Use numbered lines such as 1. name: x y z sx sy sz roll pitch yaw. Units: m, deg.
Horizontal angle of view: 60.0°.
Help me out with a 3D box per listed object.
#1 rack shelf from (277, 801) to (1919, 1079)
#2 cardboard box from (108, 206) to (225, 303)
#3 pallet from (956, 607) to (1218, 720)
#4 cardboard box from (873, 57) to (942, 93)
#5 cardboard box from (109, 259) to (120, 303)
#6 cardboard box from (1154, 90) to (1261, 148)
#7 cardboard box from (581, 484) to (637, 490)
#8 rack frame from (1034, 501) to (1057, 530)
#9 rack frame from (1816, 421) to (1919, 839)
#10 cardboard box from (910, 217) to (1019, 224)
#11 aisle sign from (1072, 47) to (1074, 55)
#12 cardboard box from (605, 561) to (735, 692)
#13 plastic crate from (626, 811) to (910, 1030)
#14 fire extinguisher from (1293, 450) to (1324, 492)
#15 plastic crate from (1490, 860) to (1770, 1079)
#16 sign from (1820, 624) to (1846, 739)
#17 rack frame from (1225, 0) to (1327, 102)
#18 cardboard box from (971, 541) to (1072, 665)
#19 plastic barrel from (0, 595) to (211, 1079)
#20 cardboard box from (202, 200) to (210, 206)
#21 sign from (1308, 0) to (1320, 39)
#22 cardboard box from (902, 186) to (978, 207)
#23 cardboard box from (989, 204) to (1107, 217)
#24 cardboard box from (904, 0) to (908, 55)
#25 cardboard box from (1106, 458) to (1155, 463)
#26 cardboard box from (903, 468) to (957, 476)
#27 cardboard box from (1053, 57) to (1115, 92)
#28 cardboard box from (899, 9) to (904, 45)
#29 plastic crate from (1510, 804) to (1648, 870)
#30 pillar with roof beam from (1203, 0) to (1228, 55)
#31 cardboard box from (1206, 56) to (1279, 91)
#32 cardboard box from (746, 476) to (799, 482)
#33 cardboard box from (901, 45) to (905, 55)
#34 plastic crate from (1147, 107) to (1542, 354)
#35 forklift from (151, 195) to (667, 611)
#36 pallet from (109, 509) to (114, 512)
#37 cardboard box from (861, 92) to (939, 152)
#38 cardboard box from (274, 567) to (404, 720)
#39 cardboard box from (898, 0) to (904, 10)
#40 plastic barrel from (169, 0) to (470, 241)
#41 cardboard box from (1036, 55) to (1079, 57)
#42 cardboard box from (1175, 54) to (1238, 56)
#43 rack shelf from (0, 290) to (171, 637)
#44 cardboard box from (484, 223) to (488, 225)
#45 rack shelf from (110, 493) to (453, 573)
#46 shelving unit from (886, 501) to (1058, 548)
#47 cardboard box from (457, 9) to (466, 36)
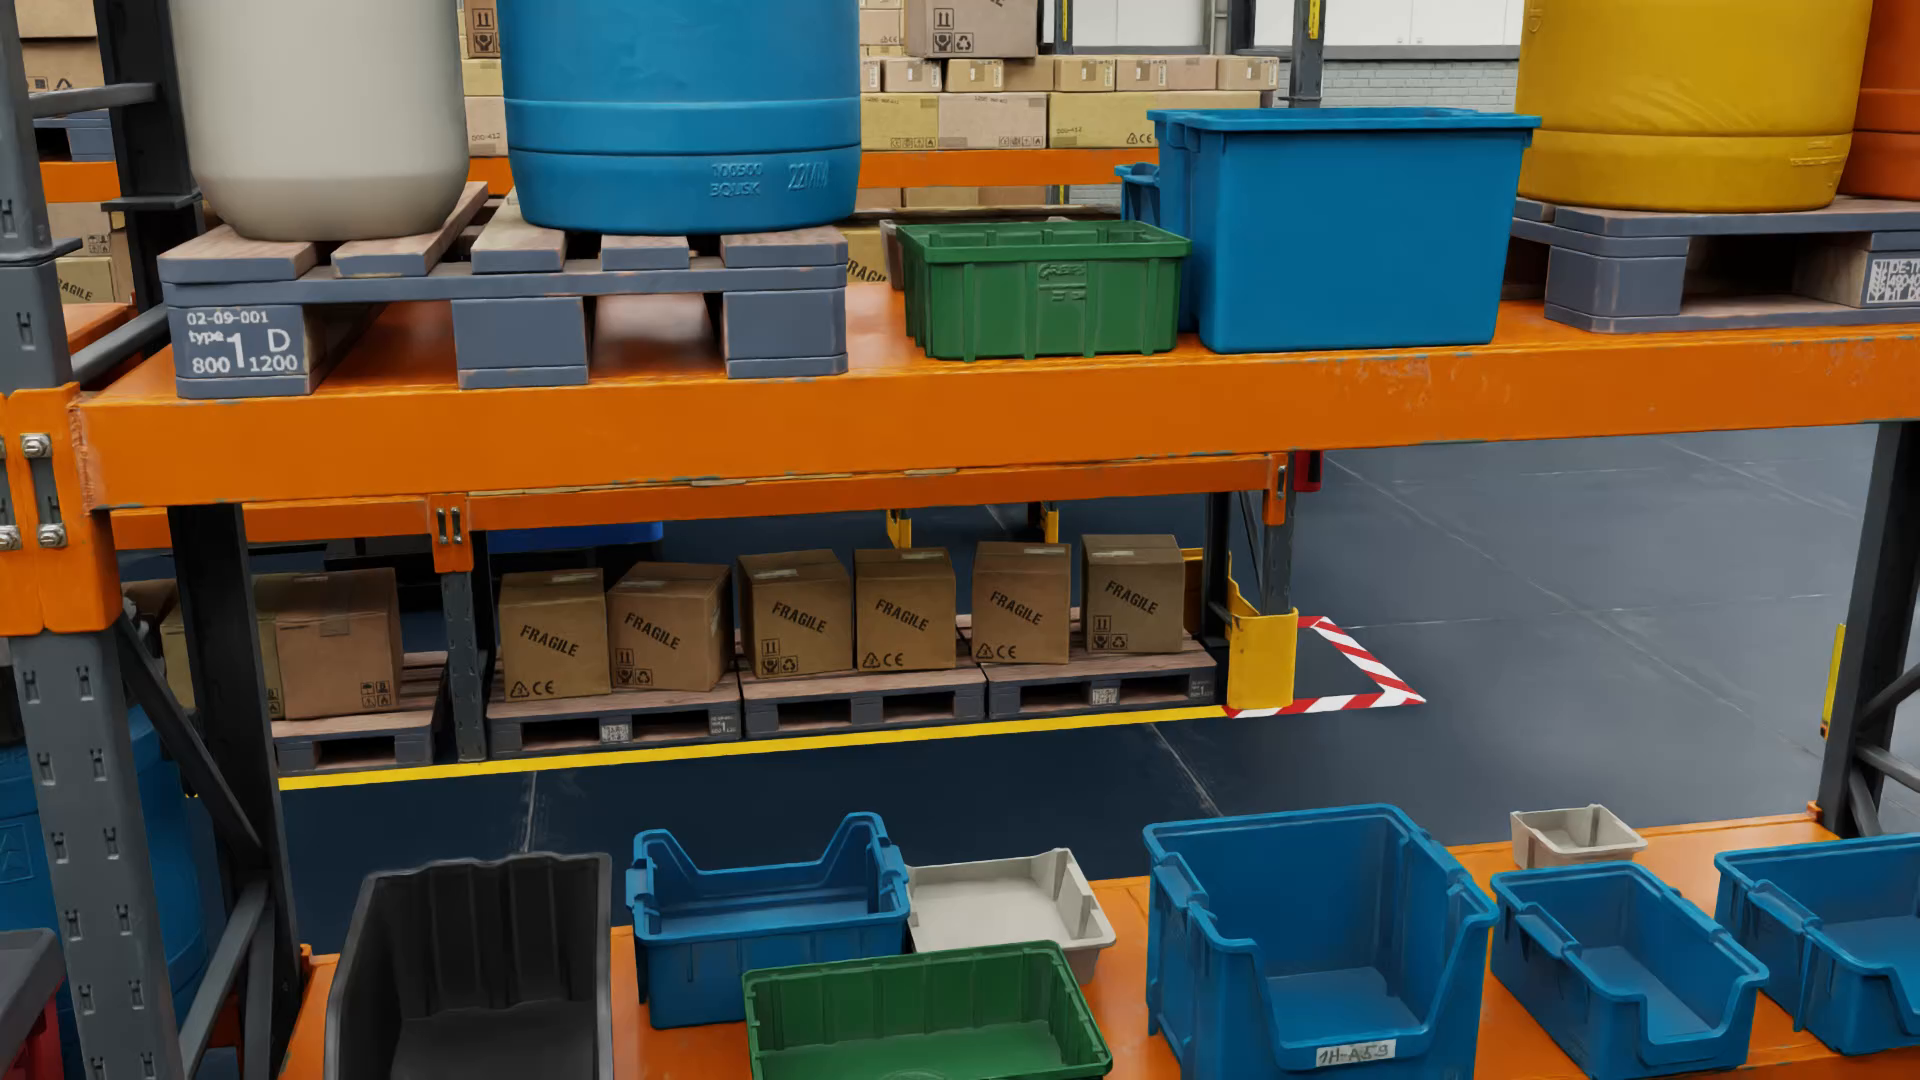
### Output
1. rack shelf: 0.498 1.139 3.720 4.000 0.370 1.077 -3 17 -10
2. cardboard box: -3.212 -1.005 7.738 1.000 1.000 1.000 -3 17 -10
3. pallet: 0.643 0.628 8.907 1.213 0.211 1.003 -3 17 -10
4. cardboard box: -0.248 -2.119 7.570 0.250 0.149 0.380 -4 18 -13
5. cardboard box: -5.688 -1.786 11.848 0.500 0.500 0.500 -3 17 -10
6. cardboard box: 1.097 -2.006 7.881 0.500 0.250 0.500 -3 17 -9
7. cardboard box: -1.649 -0.359 7.798 0.250 0.149 0.380 -3 17 -10
8. rack frame: 0.583 -0.750 11.199 0.032 1.500 0.500 -3 17 -10
9. rack frame: 2.462 0.684 3.977 0.127 3.000 1.000 -3 17 -10
10. cardboard box: 0.048 -1.254 7.904 0.500 0.500 0.500 -3 17 -10
11. aisle sign: 0.807 -3.340 12.649 0.004 0.787 0.394 -3 17 -10
12. cardboard box: -1.444 0.428 8.352 0.500 0.500 0.500 2 17 7
13. plastic crate: -0.430 0.838 3.729 0.616 0.251 0.499 -3 17 -10
14. fire extinguisher: 1.722 -0.581 8.225 0.183 0.674 0.296 -3 17 -10
15. plastic crate: 1.389 0.903 3.515 0.408 0.251 0.499 -3 17 -10
16. sign: 2.362 0.393 4.453 0.005 0.325 0.100 -3 17 -10
17. rack frame: 1.522 -3.612 7.745 0.127 3.000 1.000 -3 17 -10
18. cardboard box: 0.326 0.323 8.693 0.500 0.500 0.500 1 17 4
19. plastic barrel: -1.902 0.601 3.392 0.708 0.901 0.600 -3 17 -10
20. cardboard box: -5.230 -2.368 12.040 0.500 0.500 0.700 -3 17 -11
21. sign: 1.608 -2.440 7.531 0.005 0.325 0.100 -3 17 -10
22. cardboard box: -0.214 -2.701 12.901 0.550 0.550 0.875 -3 17 -10
23. cardboard box: 0.438 -1.434 8.492 0.500 0.500 0.500 -3 17 -10
24. cardboard box: 0.014 -2.602 8.038 0.500 0.500 0.500 -3 17 -11
25. cardboard box: 0.800 -0.506 8.279 0.250 0.149 0.380 -3 17 -10
26. cardboard box: -0.171 -0.435 8.046 0.250 0.149 0.380 -3 17 -10
27. cardboard box: 0.541 -2.143 7.648 0.250 0.149 0.380 -3 17 -10
28. cardboard box: -0.238 -3.797 12.320 0.500 0.250 0.500 -3 17 -10
29. plastic crate: 1.522 0.767 4.155 0.250 0.136 0.298 -3 17 -10
30. pillar with roof beam: 4.550 -7.214 19.471 0.400 9.000 9.100 -3 17 -10
31. cardboard box: 1.309 -2.191 7.805 0.250 0.149 0.380 -3 17 -10
32. cardboard box: -0.914 -0.403 7.944 0.250 0.149 0.380 -3 17 -10
33. cardboard box: -0.329 -3.584 12.304 0.250 0.149 0.380 -3 17 -10
34. plastic crate: 0.647 -0.550 2.911 0.575 0.384 0.392 -3 17 -10
35. forklift: -3.404 -1.133 10.008 3.031 2.935 1.130 -5 18 -14
36. pallet: -4.397 -0.329 7.600 1.213 0.211 1.003 -3 17 -10
37. cardboard box: -0.390 -1.922 7.607 0.500 0.250 0.500 -4 17 -11
38. cardboard box: -3.012 0.491 8.112 0.500 0.500 0.700 -5 18 -15
39. cardboard box: -0.337 -3.964 12.184 0.250 0.149 0.380 -3 17 -10
40. plastic barrel: -1.005 -0.749 2.627 0.421 0.512 0.421 0 17 0
41. cardboard box: 0.430 -2.317 8.216 0.250 0.149 0.380 -3 17 -8
42. cardboard box: 1.208 -2.348 8.316 0.250 0.149 0.380 -3 17 -11
43. rack shelf: -3.429 -0.072 2.554 4.000 0.370 1.077 -3 17 -10
44. cardboard box: -2.015 -1.294 8.035 0.500 0.500 0.500 -3 17 -10
45. rack shelf: -4.369 -0.066 7.643 4.000 0.370 1.077 -3 17 -10
46. shelving unit: 0.075 -0.721 11.105 1.083 1.500 0.587 -3 17 -10
47. cardboard box: -4.830 -5.111 16.423 0.500 0.250 0.500 -3 17 -9
